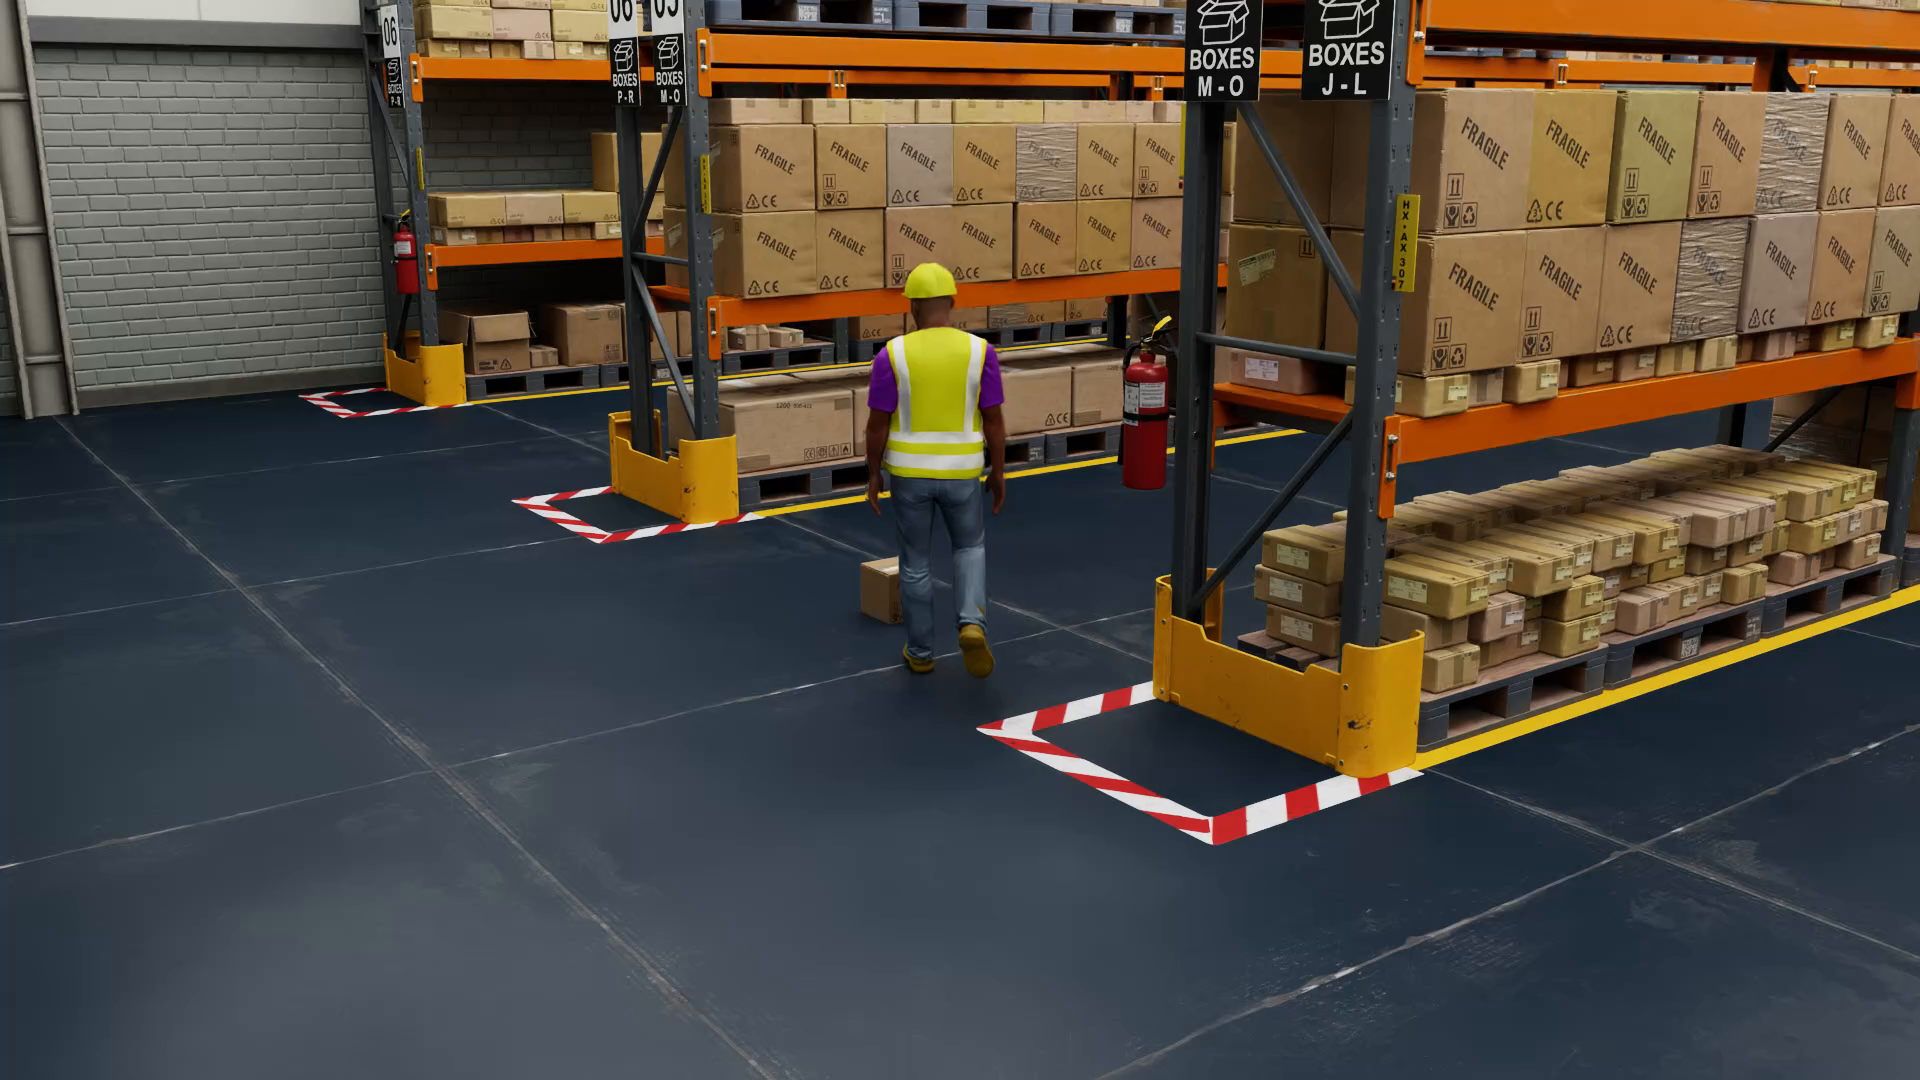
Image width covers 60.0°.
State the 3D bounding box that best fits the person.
[{"bbox_3d":[-0.104,-0.281,7.029,0.590,1.767,0.581,-2,14,-7],"label":"person"}]
